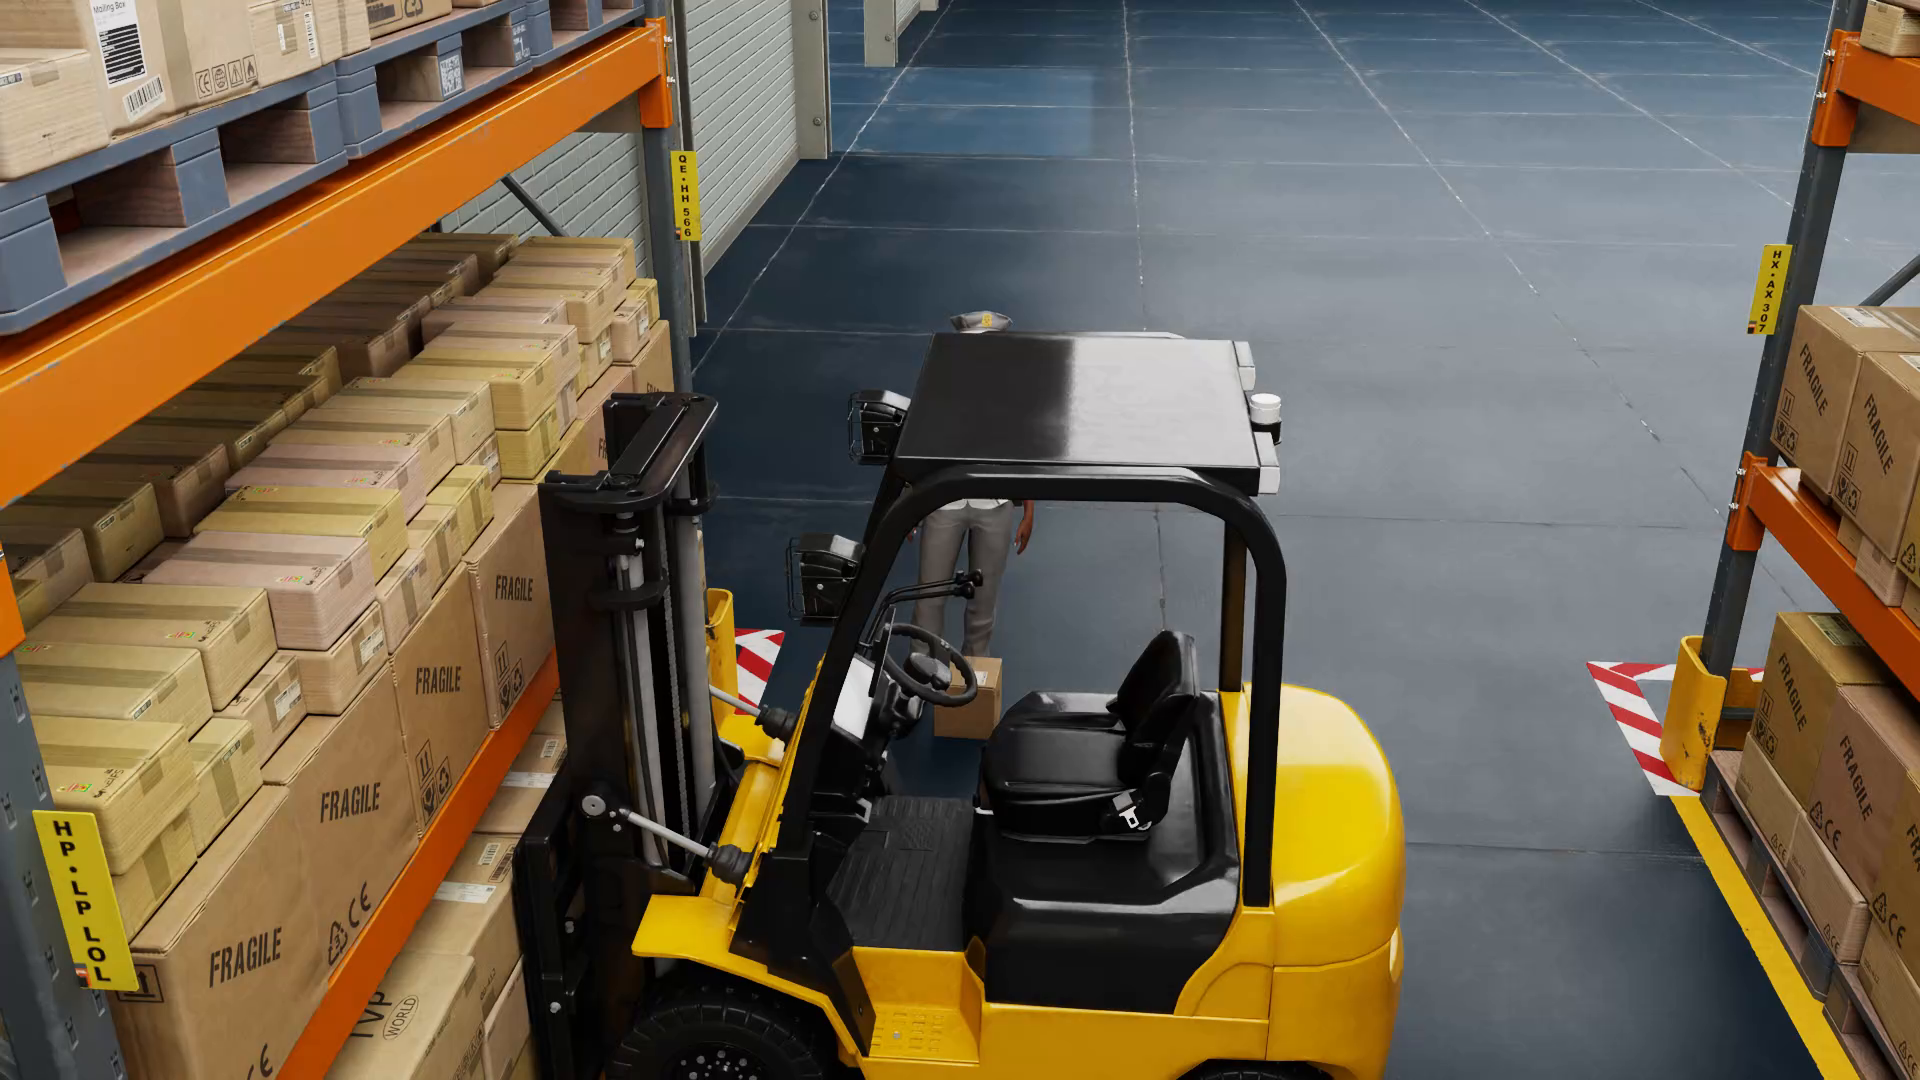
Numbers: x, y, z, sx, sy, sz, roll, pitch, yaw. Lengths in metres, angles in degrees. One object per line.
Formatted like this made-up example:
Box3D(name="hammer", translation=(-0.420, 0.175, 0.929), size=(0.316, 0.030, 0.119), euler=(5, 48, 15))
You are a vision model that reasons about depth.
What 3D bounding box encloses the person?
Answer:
Box3D(name="person", translation=(0.018, -0.100, 6.761), size=(0.569, 1.694, 0.529), euler=(2, 25, 4))
